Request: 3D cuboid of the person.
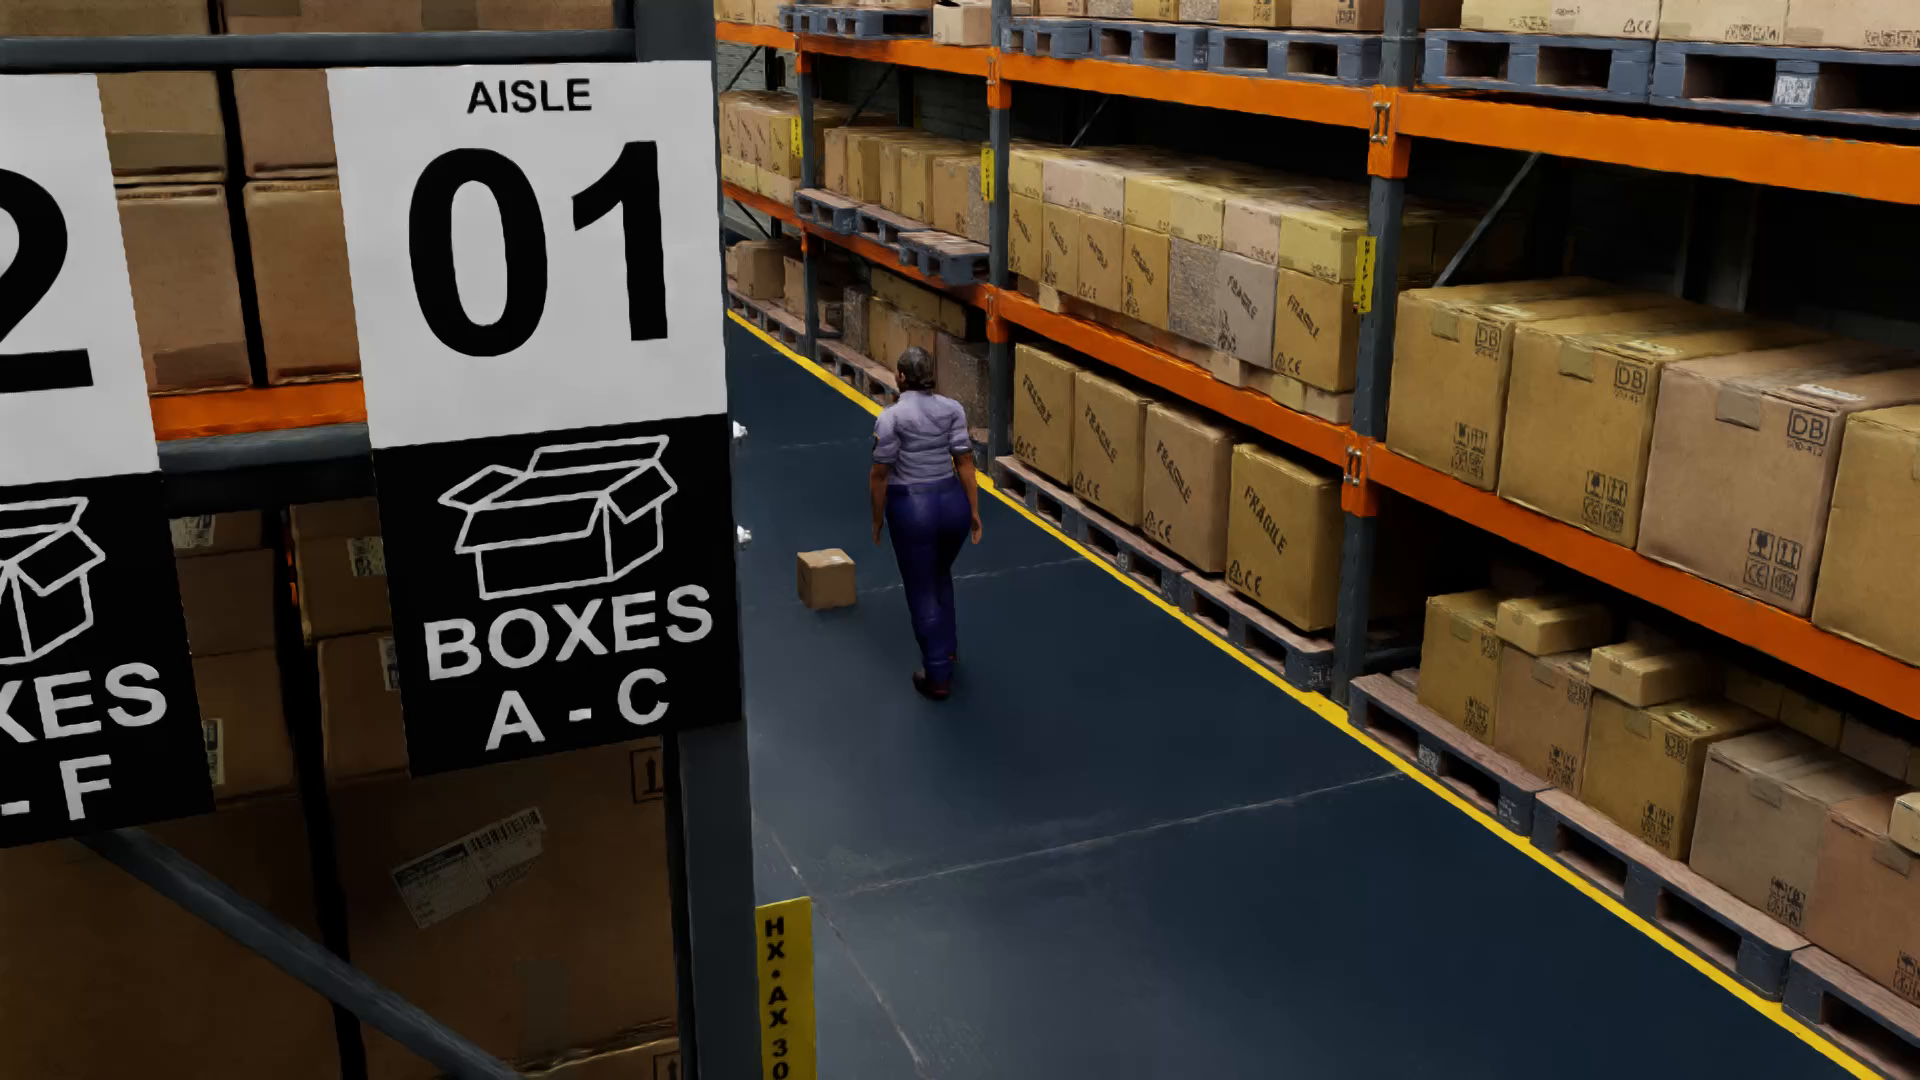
[{"bbox_3d":[-0.165,-0.077,7.874,0.501,1.652,0.552,-11,22,-29],"label":"person"}]
